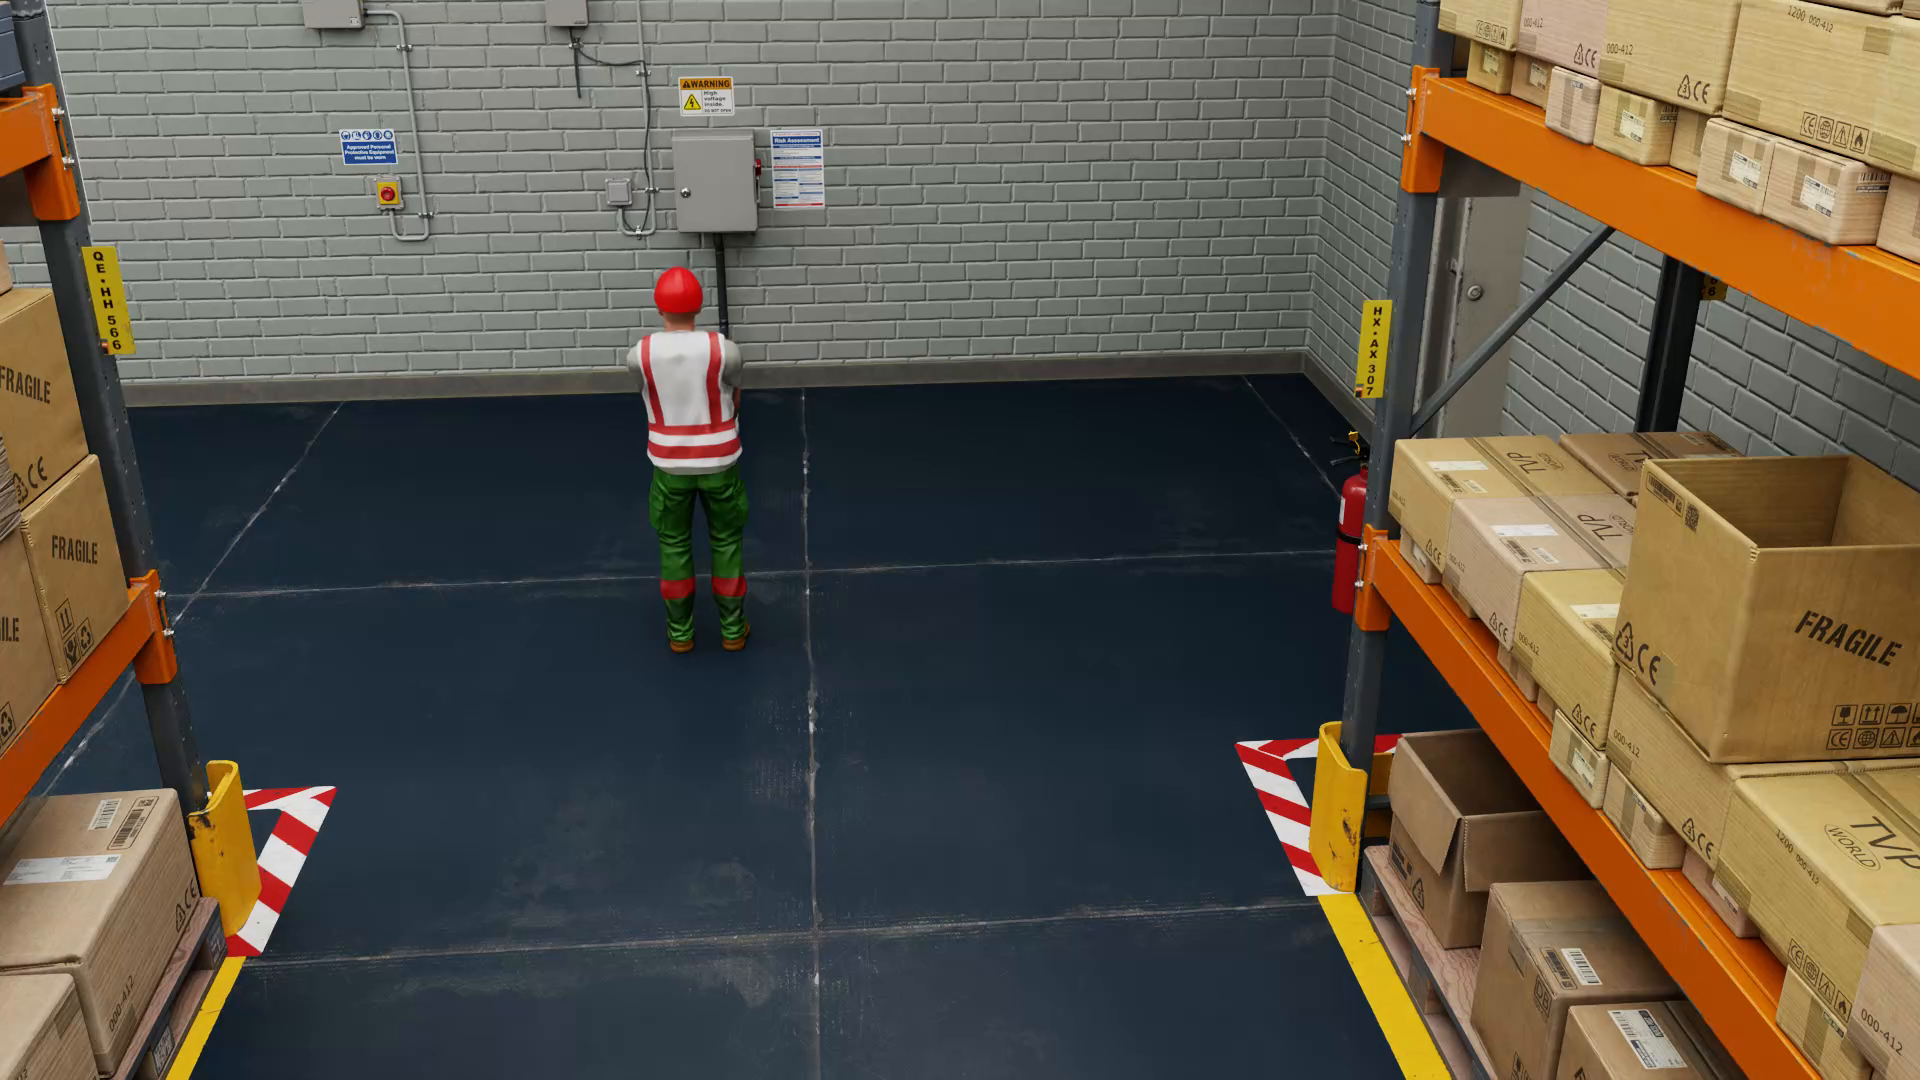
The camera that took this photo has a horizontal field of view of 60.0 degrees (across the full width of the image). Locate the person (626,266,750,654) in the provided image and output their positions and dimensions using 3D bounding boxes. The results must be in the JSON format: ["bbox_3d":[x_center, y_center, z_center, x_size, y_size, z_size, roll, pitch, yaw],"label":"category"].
[{"bbox_3d":[-1.192,-0.383,7.452,0.494,1.784,0.555,-2,24,-4],"label":"person"}]
